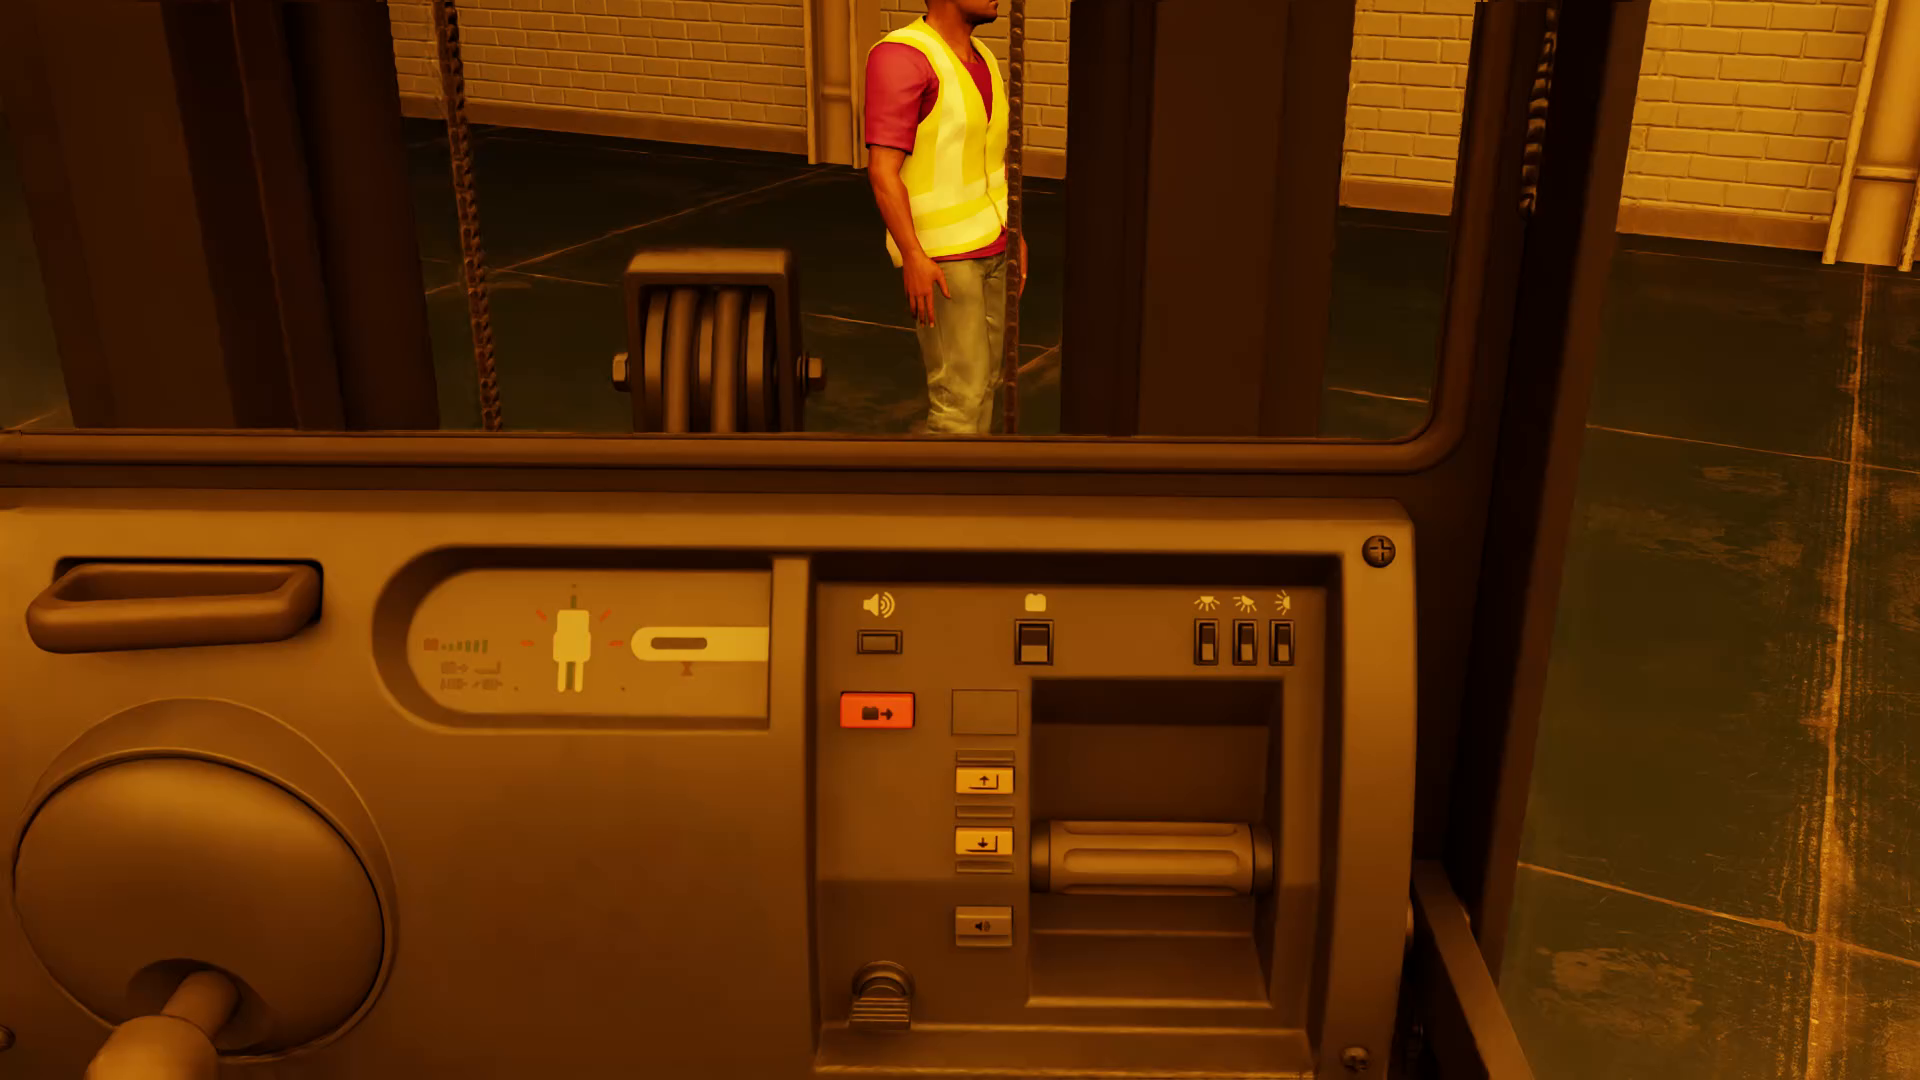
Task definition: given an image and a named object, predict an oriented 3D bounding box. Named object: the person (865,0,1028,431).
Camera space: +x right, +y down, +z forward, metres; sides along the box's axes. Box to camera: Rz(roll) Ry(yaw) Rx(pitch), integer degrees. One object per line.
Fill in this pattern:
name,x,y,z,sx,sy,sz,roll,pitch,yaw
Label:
person,0.059,-0.806,4.685,0.577,1.765,0.665,11,25,25
